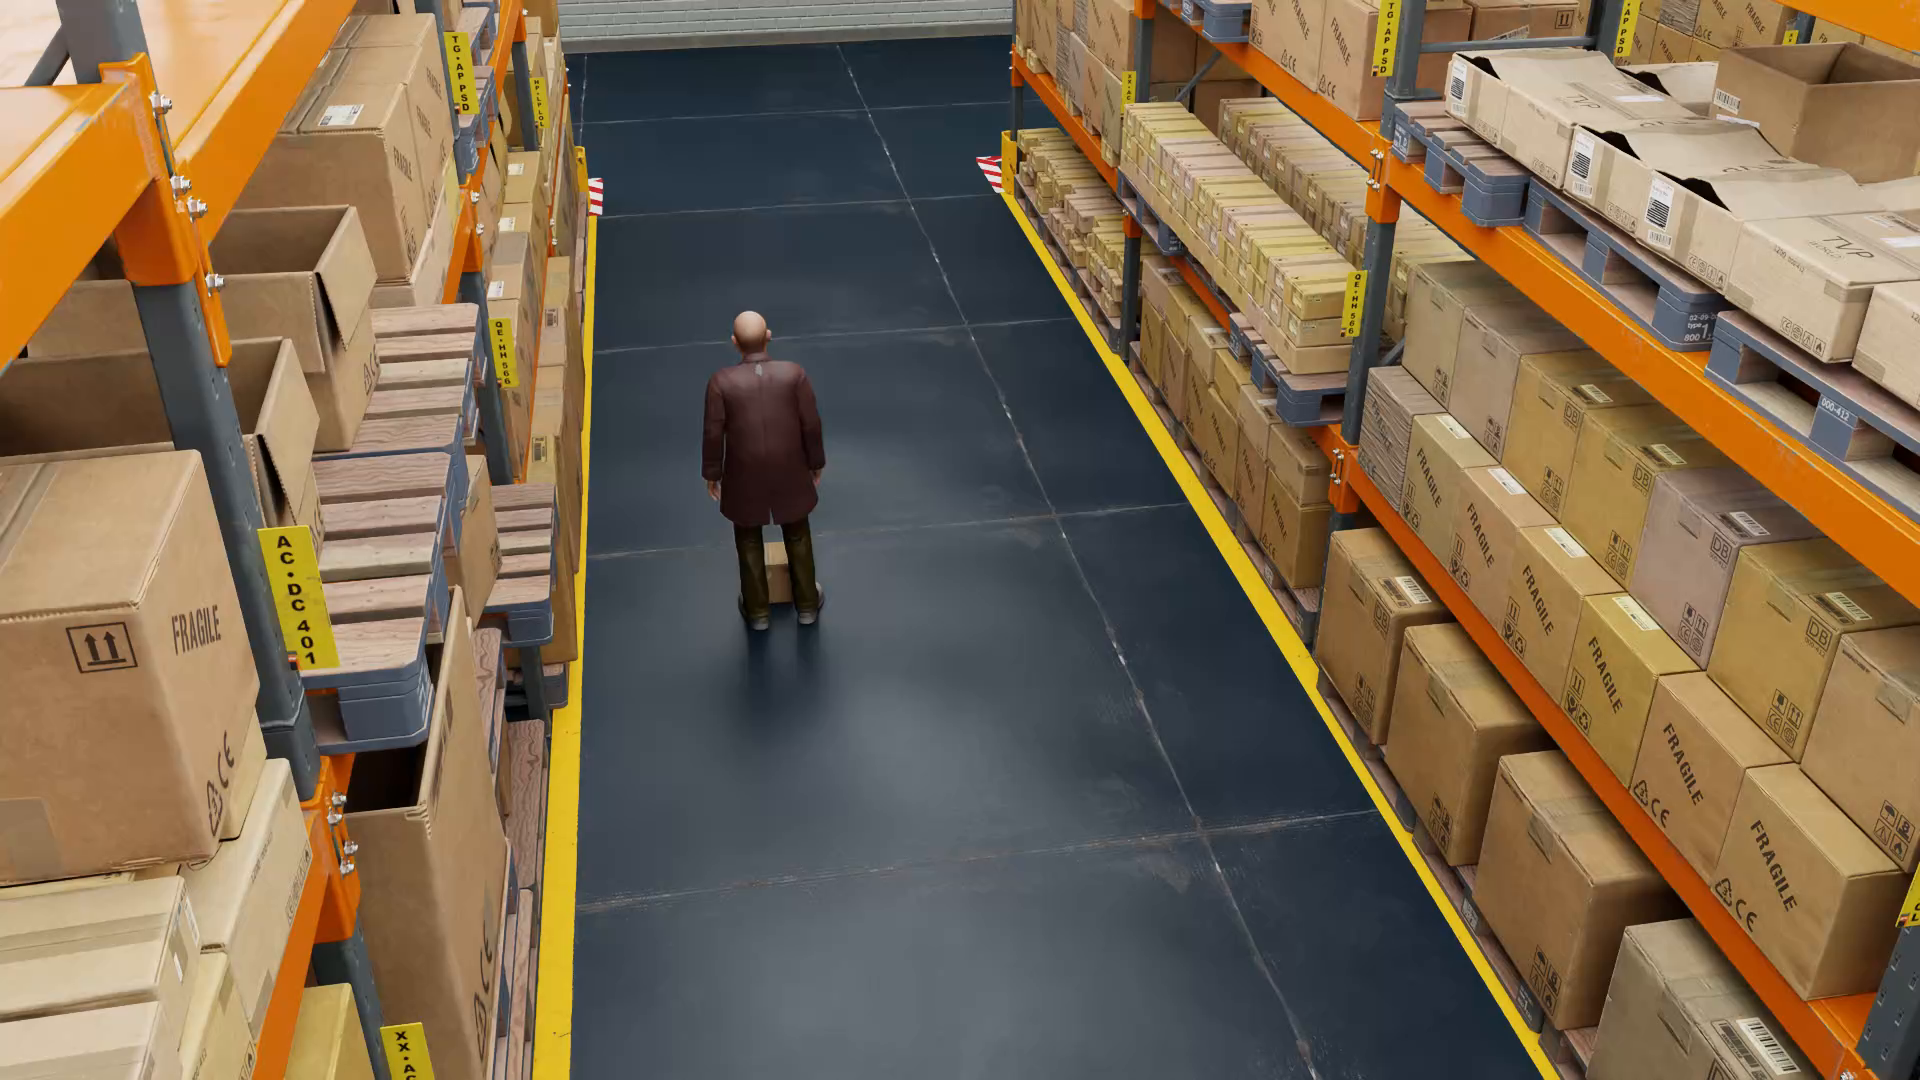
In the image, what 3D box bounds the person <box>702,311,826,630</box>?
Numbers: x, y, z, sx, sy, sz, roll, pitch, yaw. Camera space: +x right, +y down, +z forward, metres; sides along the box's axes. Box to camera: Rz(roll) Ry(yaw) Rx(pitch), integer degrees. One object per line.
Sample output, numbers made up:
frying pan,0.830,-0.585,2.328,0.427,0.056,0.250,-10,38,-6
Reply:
person,-1.028,-0.353,8.761,0.656,1.774,0.416,-6,31,-10
